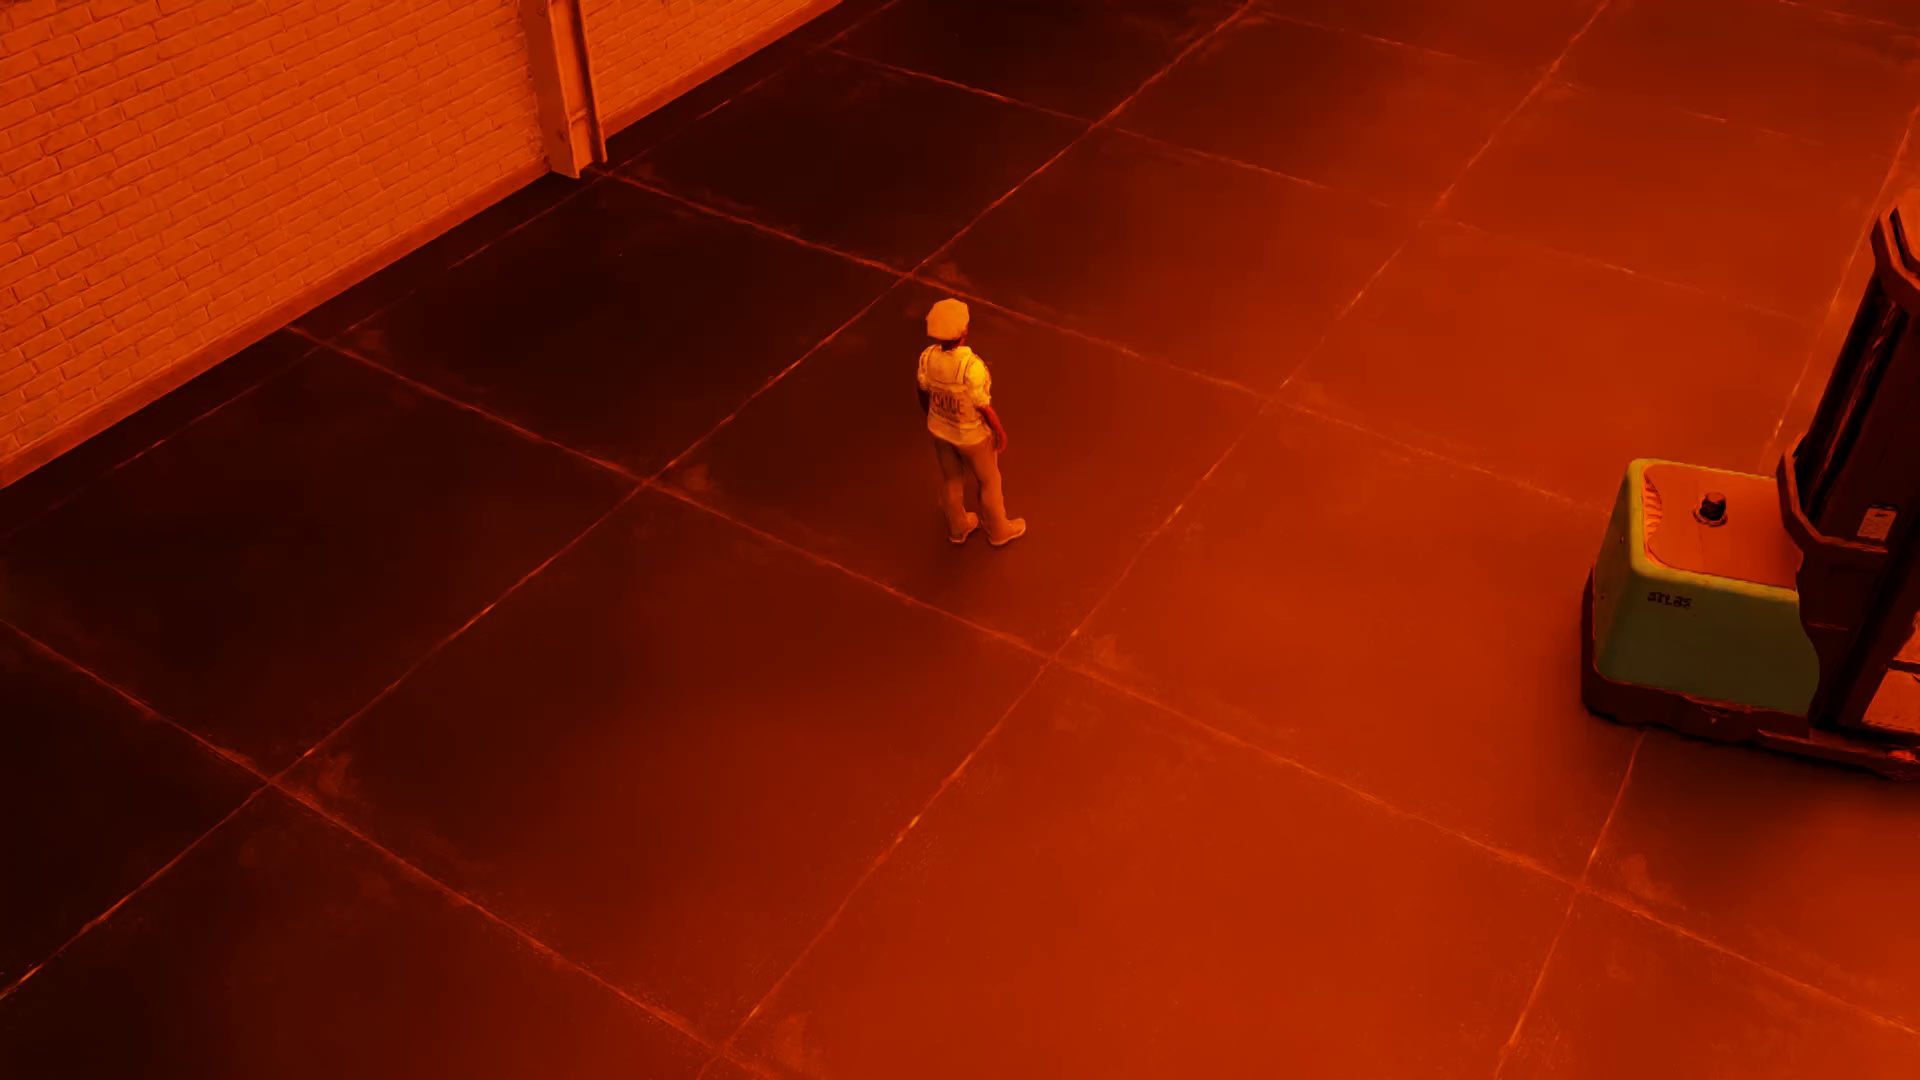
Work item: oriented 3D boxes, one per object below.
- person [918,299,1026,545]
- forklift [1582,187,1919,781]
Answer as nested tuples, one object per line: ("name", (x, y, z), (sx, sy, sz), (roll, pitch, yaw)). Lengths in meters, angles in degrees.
("person", (0.057, -0.687, 9.721), (0.570, 1.695, 0.529), (22, 45, 24))
("forklift", (4.985, -0.204, 8.208), (3.031, 2.935, 1.130), (11, 41, 12))
